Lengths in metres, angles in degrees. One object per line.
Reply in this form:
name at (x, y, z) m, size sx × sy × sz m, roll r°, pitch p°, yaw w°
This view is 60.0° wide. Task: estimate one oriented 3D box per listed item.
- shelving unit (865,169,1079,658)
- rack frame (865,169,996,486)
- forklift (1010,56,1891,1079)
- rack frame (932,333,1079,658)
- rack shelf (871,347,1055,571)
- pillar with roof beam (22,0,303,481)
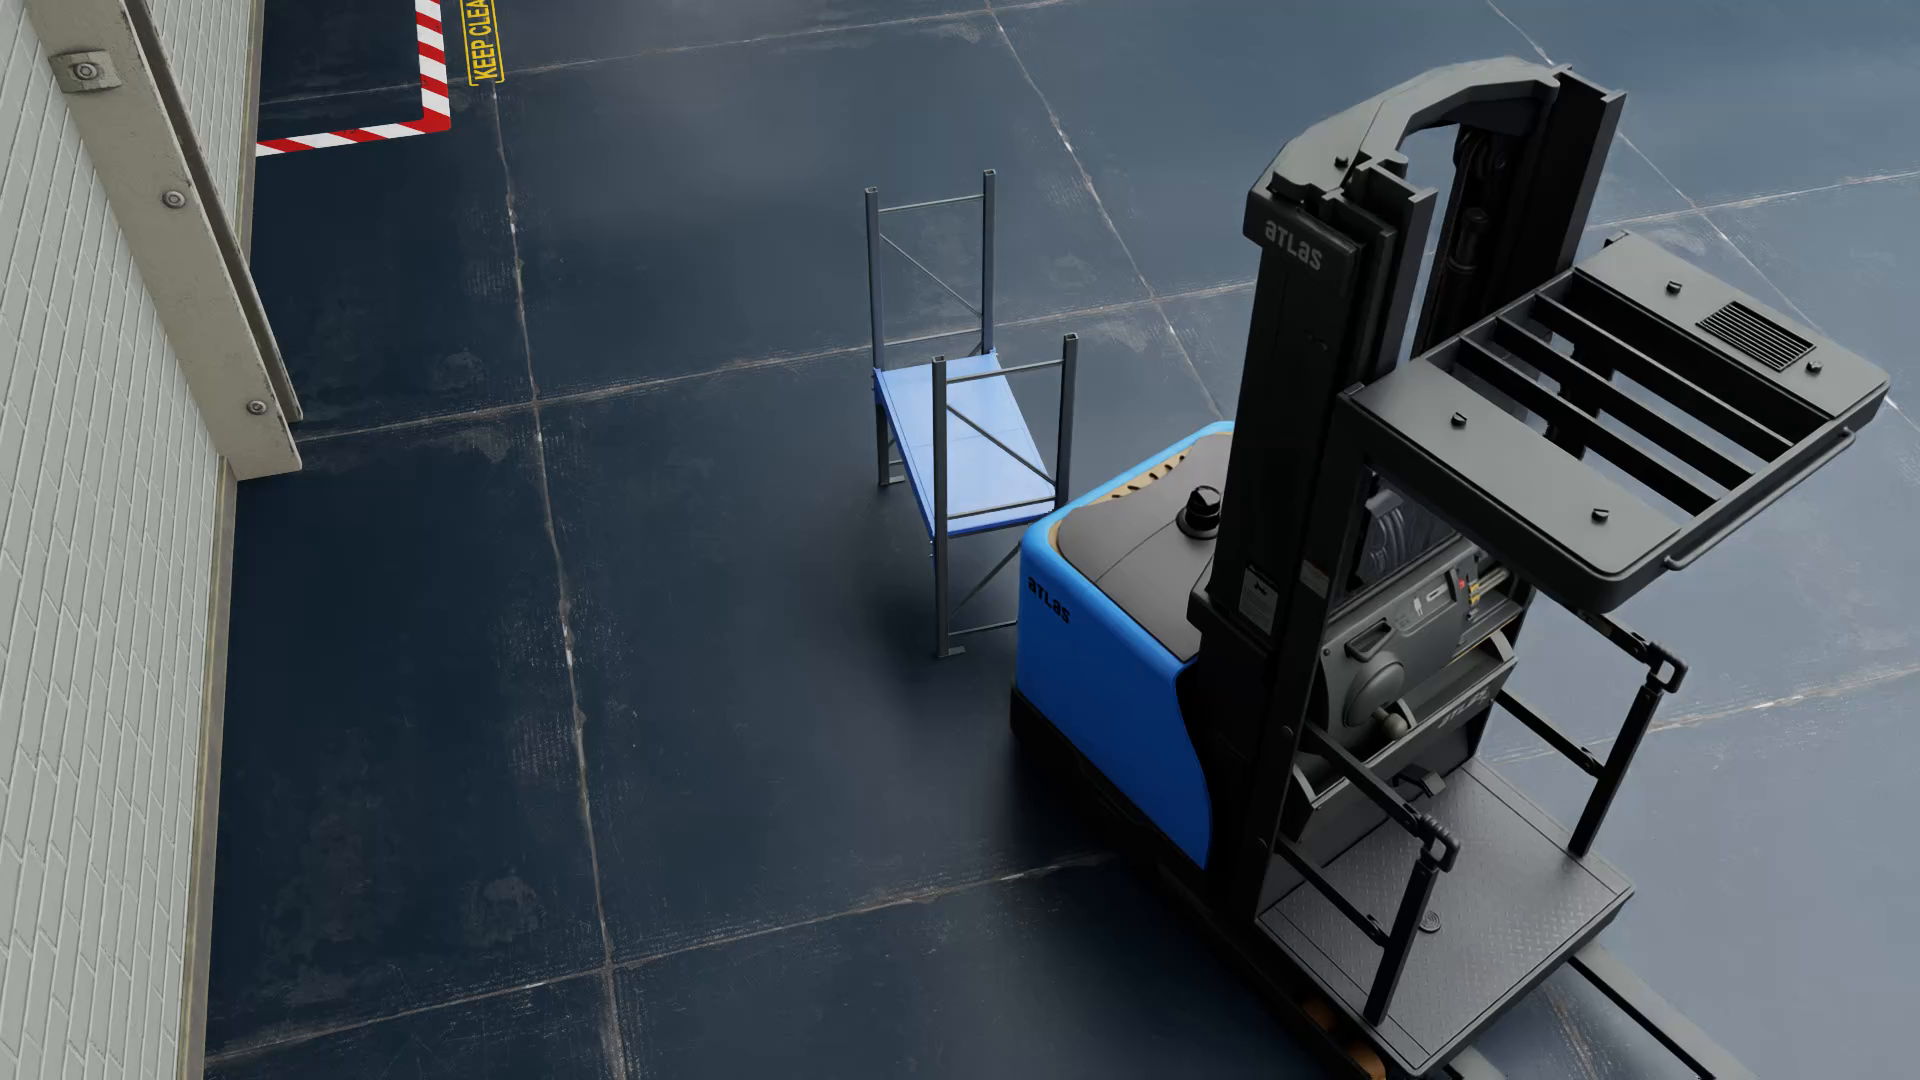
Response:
shelving unit at (0.022, -0.466, 6.407) m, size 0.538 × 1.500 × 1.048 m, roll -11°, pitch 47°, yaw -10°
rack frame at (-0.108, -0.817, 6.751) m, size 0.500 × 1.500 × 0.032 m, roll -11°, pitch 47°, yaw -10°
forklift at (1.487, 0.317, 4.638) m, size 1.130 × 2.935 × 3.031 m, roll -29°, pitch 52°, yaw -25°
rack frame at (0.152, -0.115, 6.063) m, size 0.500 × 1.500 × 0.032 m, roll -11°, pitch 47°, yaw -10°
rack shelf at (0.022, -0.340, 6.536) m, size 0.538 × 0.185 × 1.000 m, roll -11°, pitch 47°, yaw -10°
pillar with roof beam at (1.070, -4.354, 4.967) m, size 9.100 × 9.000 × 0.400 m, roll -11°, pitch 47°, yaw -10°
